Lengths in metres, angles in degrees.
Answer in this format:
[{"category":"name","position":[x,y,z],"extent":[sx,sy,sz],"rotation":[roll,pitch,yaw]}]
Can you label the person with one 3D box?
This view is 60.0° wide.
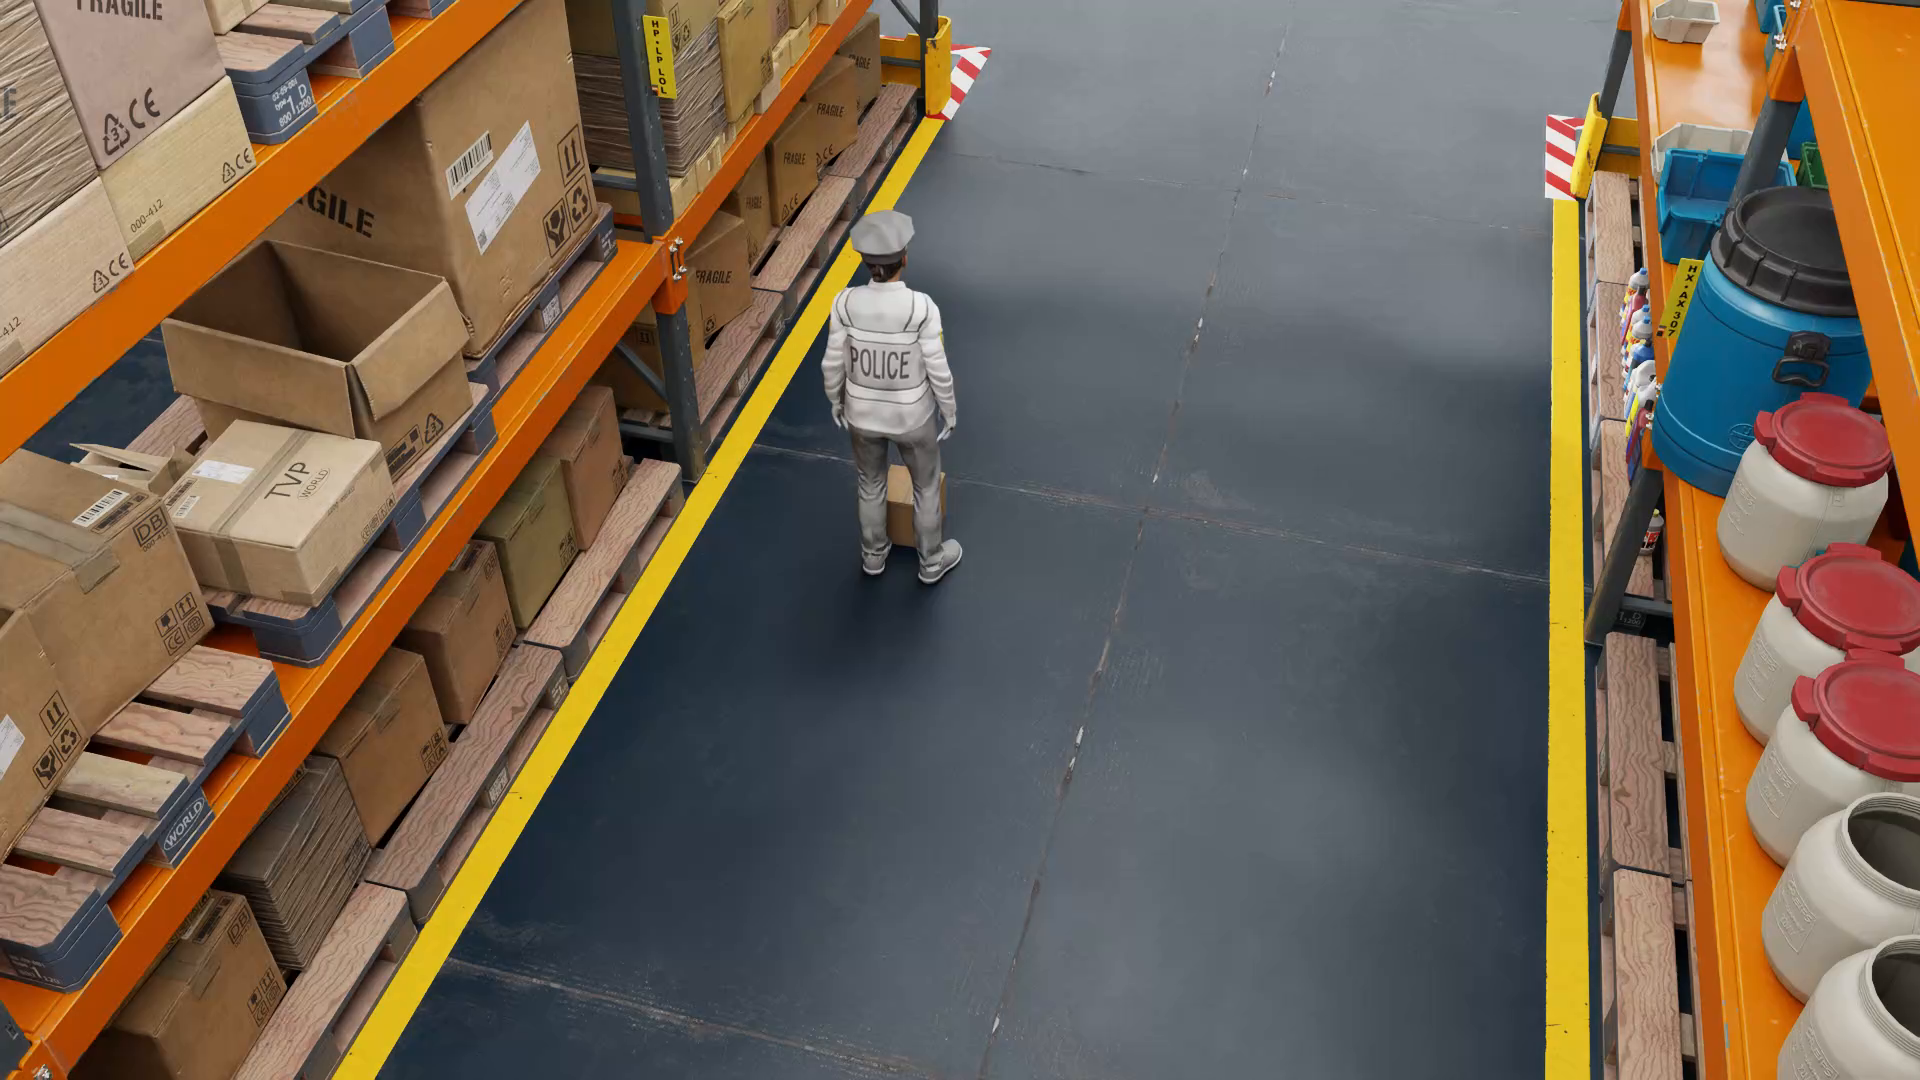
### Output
[{"category":"person","position":[-0.279,-0.525,6.752],"extent":[0.546,1.667,0.369],"rotation":[8,42,9]}]
